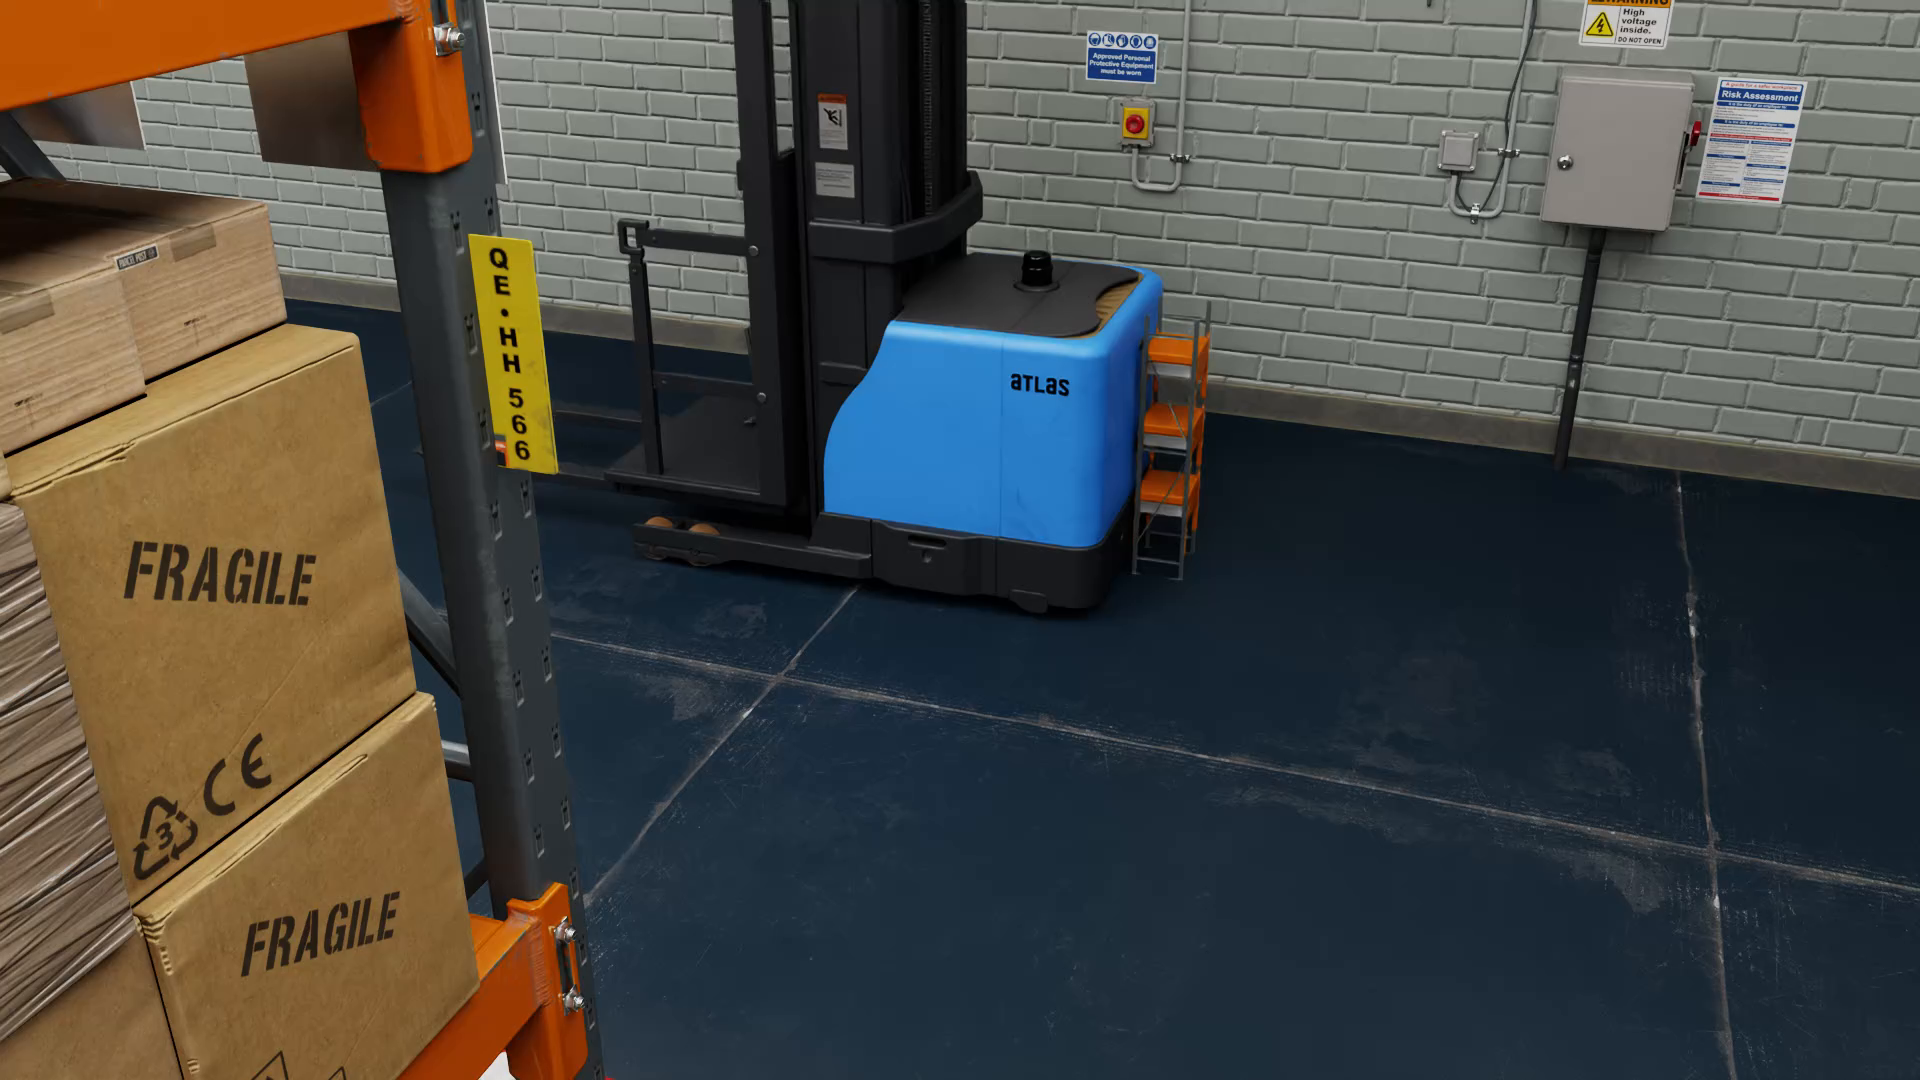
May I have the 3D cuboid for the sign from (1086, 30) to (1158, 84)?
[{"bbox_3d":[0.727,-2.174,7.487,0.327,0.218,0.001,9,27,17],"label":"sign"}]

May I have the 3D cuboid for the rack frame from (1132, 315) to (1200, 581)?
[{"bbox_3d":[0.765,-0.328,6.222,0.200,1.050,0.008,8,27,16],"label":"rack frame"}]

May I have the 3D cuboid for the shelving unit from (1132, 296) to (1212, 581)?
[{"bbox_3d":[0.802,-0.378,6.326,0.215,1.050,0.252,8,27,16],"label":"shelving unit"}]

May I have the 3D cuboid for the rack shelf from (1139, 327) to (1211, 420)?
[{"bbox_3d":[0.802,-0.624,6.207,0.215,0.259,0.240,8,27,16],"label":"rack shelf"}]

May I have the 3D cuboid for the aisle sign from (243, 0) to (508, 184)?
[{"bbox_3d":[-0.786,-0.854,2.089,0.394,0.787,0.004,9,27,17],"label":"aisle sign"}]

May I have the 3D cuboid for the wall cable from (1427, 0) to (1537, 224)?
[{"bbox_3d":[2.094,-2.276,6.843,0.588,1.984,0.122,9,27,17],"label":"wall cable"}]

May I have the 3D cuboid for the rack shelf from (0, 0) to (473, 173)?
[{"bbox_3d":[-1.767,0.096,0.492,1.077,0.370,4.000,9,27,17],"label":"rack shelf"}]

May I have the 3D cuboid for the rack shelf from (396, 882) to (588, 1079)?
[{"bbox_3d":[-1.767,1.446,1.146,1.077,0.370,4.000,9,27,17],"label":"rack shelf"}]

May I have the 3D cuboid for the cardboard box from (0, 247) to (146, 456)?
[{"bbox_3d":[-1.094,-0.202,1.719,0.380,0.149,0.250,9,27,18],"label":"cardboard box"}]

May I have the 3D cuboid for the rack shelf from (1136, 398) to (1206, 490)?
[{"bbox_3d":[0.802,-0.369,6.331,0.215,0.259,0.240,8,27,16],"label":"rack shelf"}]

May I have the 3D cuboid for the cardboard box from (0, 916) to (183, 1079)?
[{"bbox_3d":[-1.194,0.696,1.755,0.500,0.500,0.500,8,27,16],"label":"cardboard box"}]

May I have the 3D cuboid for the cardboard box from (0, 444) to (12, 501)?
[{"bbox_3d":[-1.101,-0.084,1.474,0.380,0.149,0.250,8,27,17],"label":"cardboard box"}]

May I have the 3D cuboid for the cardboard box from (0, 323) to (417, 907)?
[{"bbox_3d":[-1.038,0.038,1.967,0.500,0.500,0.500,10,27,19],"label":"cardboard box"}]

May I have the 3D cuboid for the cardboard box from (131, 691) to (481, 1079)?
[{"bbox_3d":[-1.013,0.492,2.176,0.500,0.500,0.500,9,27,18],"label":"cardboard box"}]

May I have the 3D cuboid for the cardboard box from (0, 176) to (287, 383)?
[{"bbox_3d":[-1.032,-0.310,1.941,0.380,0.149,0.250,9,27,18],"label":"cardboard box"}]

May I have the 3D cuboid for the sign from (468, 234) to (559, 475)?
[{"bbox_3d":[-0.595,-0.243,2.209,0.100,0.325,0.005,9,27,17],"label":"sign"}]

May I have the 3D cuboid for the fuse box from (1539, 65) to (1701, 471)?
[{"bbox_3d":[2.685,-1.075,7.008,0.539,1.711,0.414,9,27,17],"label":"fuse box"}]

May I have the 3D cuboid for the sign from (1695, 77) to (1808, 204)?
[{"bbox_3d":[3.220,-1.626,6.775,0.329,0.494,0.001,9,27,17],"label":"sign"}]

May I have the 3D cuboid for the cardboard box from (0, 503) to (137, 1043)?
[{"bbox_3d":[-1.184,0.257,1.514,0.500,0.500,0.500,9,27,18],"label":"cardboard box"}]

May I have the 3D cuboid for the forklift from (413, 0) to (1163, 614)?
[{"bbox_3d":[-0.772,-1.420,6.320,3.031,2.935,1.130,8,27,17],"label":"forklift"}]

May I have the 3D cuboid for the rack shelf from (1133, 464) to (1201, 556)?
[{"bbox_3d":[0.802,-0.118,6.452,0.215,0.259,0.240,8,27,16],"label":"rack shelf"}]

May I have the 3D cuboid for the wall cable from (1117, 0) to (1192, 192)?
[{"bbox_3d":[0.752,-2.491,7.252,0.585,1.953,0.123,9,27,17],"label":"wall cable"}]

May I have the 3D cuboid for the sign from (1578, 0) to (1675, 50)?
[{"bbox_3d":[2.702,-2.120,6.739,0.339,0.242,0.001,9,27,17],"label":"sign"}]

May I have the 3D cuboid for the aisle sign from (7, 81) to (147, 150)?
[{"bbox_3d":[-1.351,-0.941,2.268,0.394,0.787,0.004,9,27,17],"label":"aisle sign"}]

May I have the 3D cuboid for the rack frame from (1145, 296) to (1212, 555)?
[{"bbox_3d":[0.840,-0.429,6.431,0.200,1.050,0.008,8,27,16],"label":"rack frame"}]
